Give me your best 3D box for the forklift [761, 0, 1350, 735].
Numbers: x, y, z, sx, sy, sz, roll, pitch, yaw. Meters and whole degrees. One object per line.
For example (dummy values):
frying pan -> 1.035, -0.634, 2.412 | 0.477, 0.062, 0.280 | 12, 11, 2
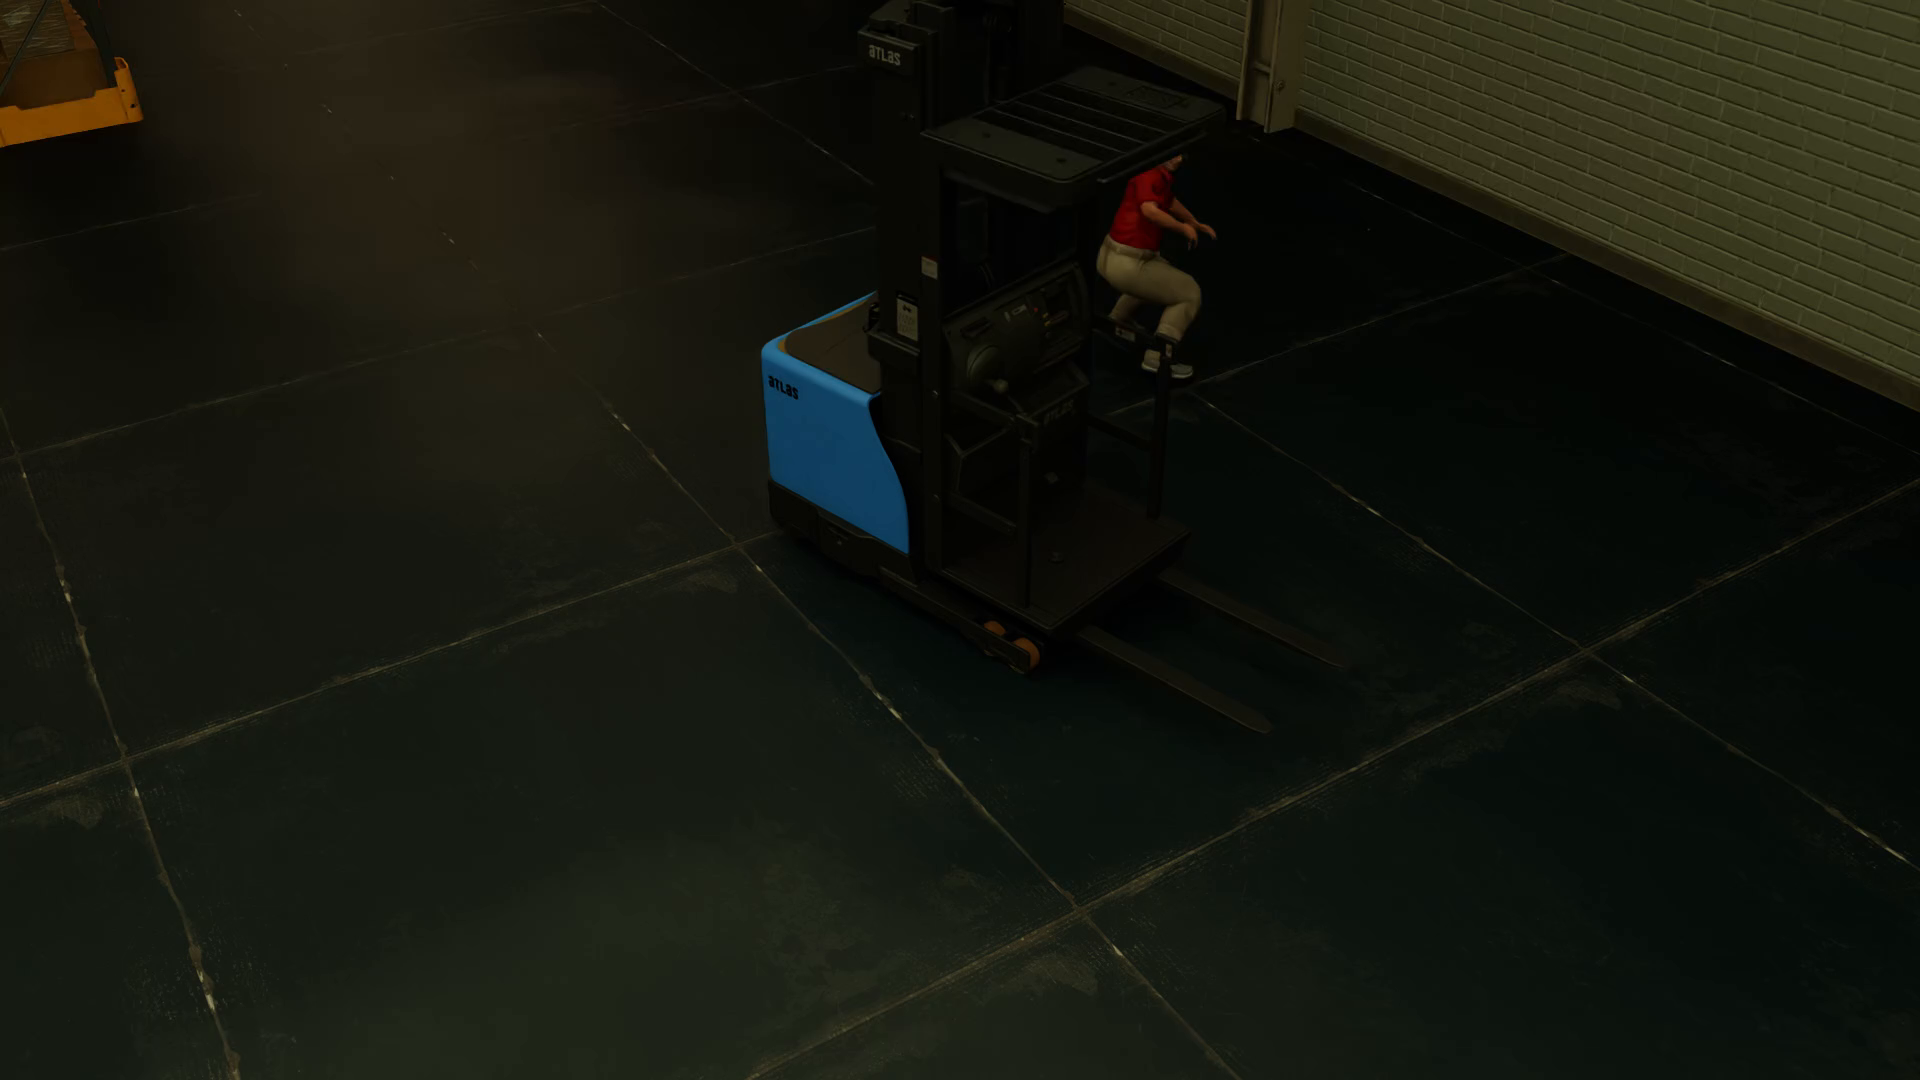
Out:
forklift -> 0.426, -0.914, 7.449 | 3.031, 2.935, 1.130 | 28, 44, 34

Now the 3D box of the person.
person -> 1.225, -1.725, 9.935 | 0.849, 1.513, 0.840 | -5, 35, -7
